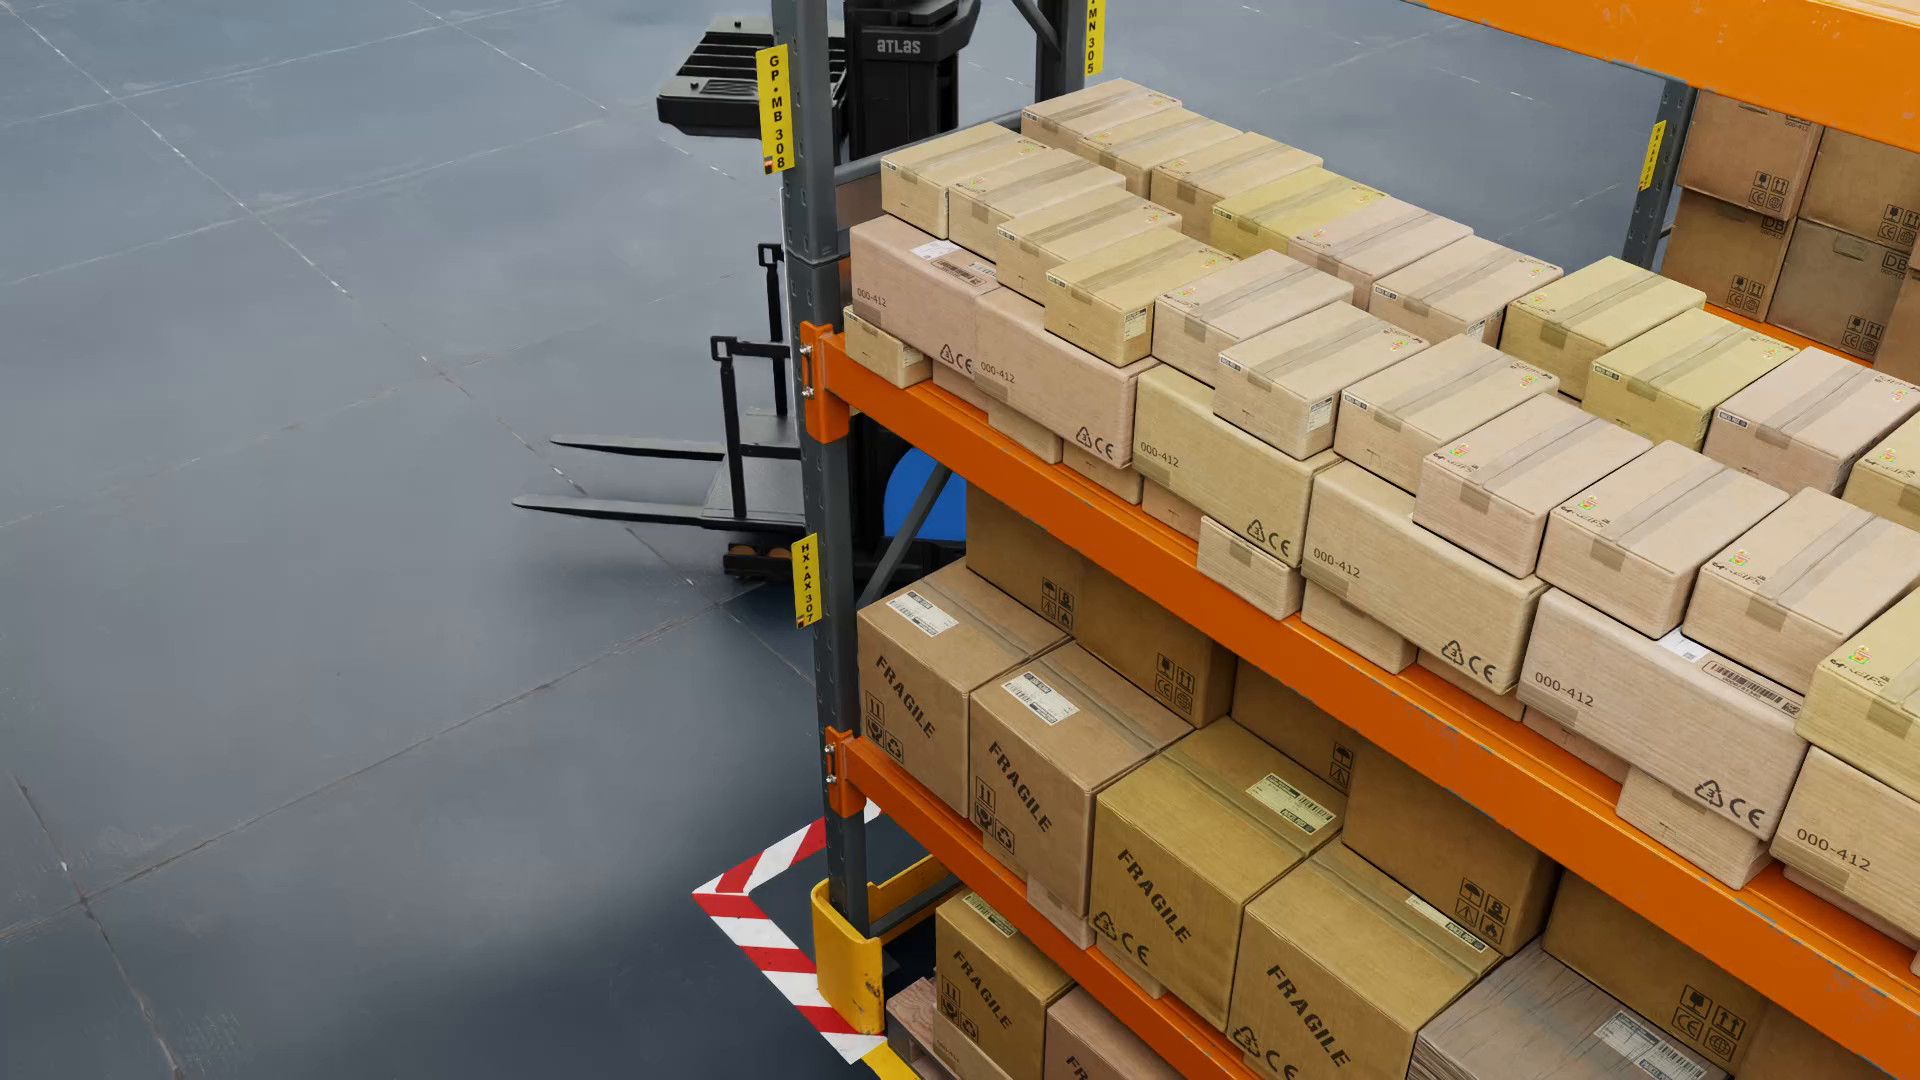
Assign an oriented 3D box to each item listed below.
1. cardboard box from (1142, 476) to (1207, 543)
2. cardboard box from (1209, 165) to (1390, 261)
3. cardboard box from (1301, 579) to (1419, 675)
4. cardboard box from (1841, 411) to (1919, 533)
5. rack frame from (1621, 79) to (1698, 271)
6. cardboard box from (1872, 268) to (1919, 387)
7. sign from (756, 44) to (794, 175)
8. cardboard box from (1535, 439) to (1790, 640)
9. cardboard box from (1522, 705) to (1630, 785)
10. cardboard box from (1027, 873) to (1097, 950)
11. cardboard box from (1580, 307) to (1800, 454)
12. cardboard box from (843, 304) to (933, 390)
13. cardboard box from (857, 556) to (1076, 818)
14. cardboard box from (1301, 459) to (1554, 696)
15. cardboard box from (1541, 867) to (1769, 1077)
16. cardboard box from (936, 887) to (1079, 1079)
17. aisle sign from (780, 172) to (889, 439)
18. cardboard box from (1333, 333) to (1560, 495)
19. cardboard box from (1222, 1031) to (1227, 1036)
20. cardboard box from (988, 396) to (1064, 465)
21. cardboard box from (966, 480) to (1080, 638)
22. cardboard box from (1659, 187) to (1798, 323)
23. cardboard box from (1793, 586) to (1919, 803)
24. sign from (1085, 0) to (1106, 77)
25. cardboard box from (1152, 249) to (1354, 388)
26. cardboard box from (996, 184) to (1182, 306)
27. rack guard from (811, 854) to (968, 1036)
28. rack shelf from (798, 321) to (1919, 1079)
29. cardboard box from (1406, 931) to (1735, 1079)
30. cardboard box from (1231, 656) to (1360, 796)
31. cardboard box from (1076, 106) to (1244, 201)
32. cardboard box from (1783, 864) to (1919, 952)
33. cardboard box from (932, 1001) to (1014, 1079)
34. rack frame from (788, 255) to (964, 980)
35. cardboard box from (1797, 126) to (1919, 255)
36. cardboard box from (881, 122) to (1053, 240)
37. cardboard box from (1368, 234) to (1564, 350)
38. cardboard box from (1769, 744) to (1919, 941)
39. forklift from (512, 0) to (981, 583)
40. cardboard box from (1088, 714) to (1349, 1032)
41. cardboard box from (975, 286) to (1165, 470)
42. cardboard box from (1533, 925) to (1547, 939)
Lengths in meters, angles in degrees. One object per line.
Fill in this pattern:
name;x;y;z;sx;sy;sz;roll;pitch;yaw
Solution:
cardboard box;0.647;-0.147;3.886;0.380;0.149;0.250;-27;44;-33
cardboard box;0.829;-0.764;4.066;0.380;0.149;0.250;-26;43;-32
cardboard box;0.949;0.095;3.544;0.380;0.149;0.250;-27;44;-33
cardboard box;1.871;-0.104;3.134;0.380;0.149;0.250;-28;44;-33
rack frame;3.661;-1.612;8.332;1.000;3.000;0.127;-26;43;-32
cardboard box;4.572;-0.998;7.335;0.875;0.550;0.550;-26;43;-32
sign;-0.469;-1.100;4.257;0.100;0.325;0.005;-26;43;-32
cardboard box;1.266;-0.009;3.000;0.380;0.149;0.250;-25;43;-31
cardboard box;1.334;0.292;3.266;0.380;0.149;0.250;-25;42;-31
cardboard box;0.418;0.991;4.874;0.380;0.149;0.250;-25;42;-31
cardboard box;1.506;-0.319;3.438;0.380;0.149;0.250;-25;42;-31
cardboard box;-0.089;-0.575;4.490;0.380;0.149;0.250;-26;43;-32
cardboard box;0.039;0.429;5.106;0.500;0.500;0.500;-27;43;-32
cardboard box;1.052;-0.006;3.341;0.500;0.250;0.500;-25;42;-31
cardboard box;1.792;0.734;3.811;0.700;0.500;0.500;-27;43;-33
cardboard box;0.270;1.393;5.456;0.500;0.500;0.500;-28;44;-33
aisle sign;-0.332;-0.694;4.786;0.394;0.787;0.004;-26;43;-32
cardboard box;0.977;-0.252;3.343;0.380;0.149;0.250;-25;42;-31
cardboard box;0.827;1.187;4.597;0.380;0.149;0.250;-24;42;-30
cardboard box;0.294;-0.363;4.190;0.380;0.149;0.250;-25;42;-31
cardboard box;0.442;-0.147;5.055;0.700;0.500;0.500;-27;43;-33
cardboard box;3.935;-1.526;8.081;0.875;0.550;0.550;-26;43;-32
cardboard box;1.561;0.239;2.650;0.380;0.149;0.250;-25;42;-31
sign;0.382;-1.505;4.819;0.100;0.325;0.005;-26;43;-32
cardboard box;0.646;-0.484;3.672;0.380;0.149;0.250;-26;43;-32
cardboard box;0.308;-0.697;3.972;0.380;0.149;0.250;-26;43;-32
rack guard;-0.006;1.332;6.337;1.175;0.500;0.348;-26;43;-32
rack shelf;1.236;0.231;3.757;1.077;0.370;4.000;-26;43;-32
cardboard box;1.374;1.327;3.838;0.500;0.500;0.500;-25;42;-31
cardboard box;1.170;0.266;4.472;0.700;0.500;0.500;-27;43;-32
cardboard box;0.526;-1.001;4.401;0.380;0.149;0.250;-25;42;-31
cardboard box;1.683;0.520;2.944;0.380;0.149;0.250;-28;44;-33
cardboard box;0.254;1.689;5.687;0.500;0.250;0.500;-26;43;-32
rack frame;-0.055;0.279;5.662;1.000;3.000;0.127;-26;43;-32
cardboard box;4.297;-1.727;7.431;0.875;0.550;0.550;-26;43;-32
cardboard box;0.019;-0.935;4.309;0.380;0.149;0.250;-26;43;-32
cardboard box;1.130;-0.528;3.733;0.380;0.149;0.250;-27;44;-33
cardboard box;1.709;0.443;2.707;0.500;0.250;0.500;-27;43;-32
forklift;-0.758;-1.286;7.931;3.031;2.935;1.130;4;36;6
cardboard box;0.705;0.881;4.468;0.500;0.500;0.500;-27;43;-33
cardboard box;0.384;-0.458;3.980;0.500;0.250;0.500;-27;43;-32
cardboard box;1.458;0.929;4.400;0.500;0.500;0.500;-25;43;-31
